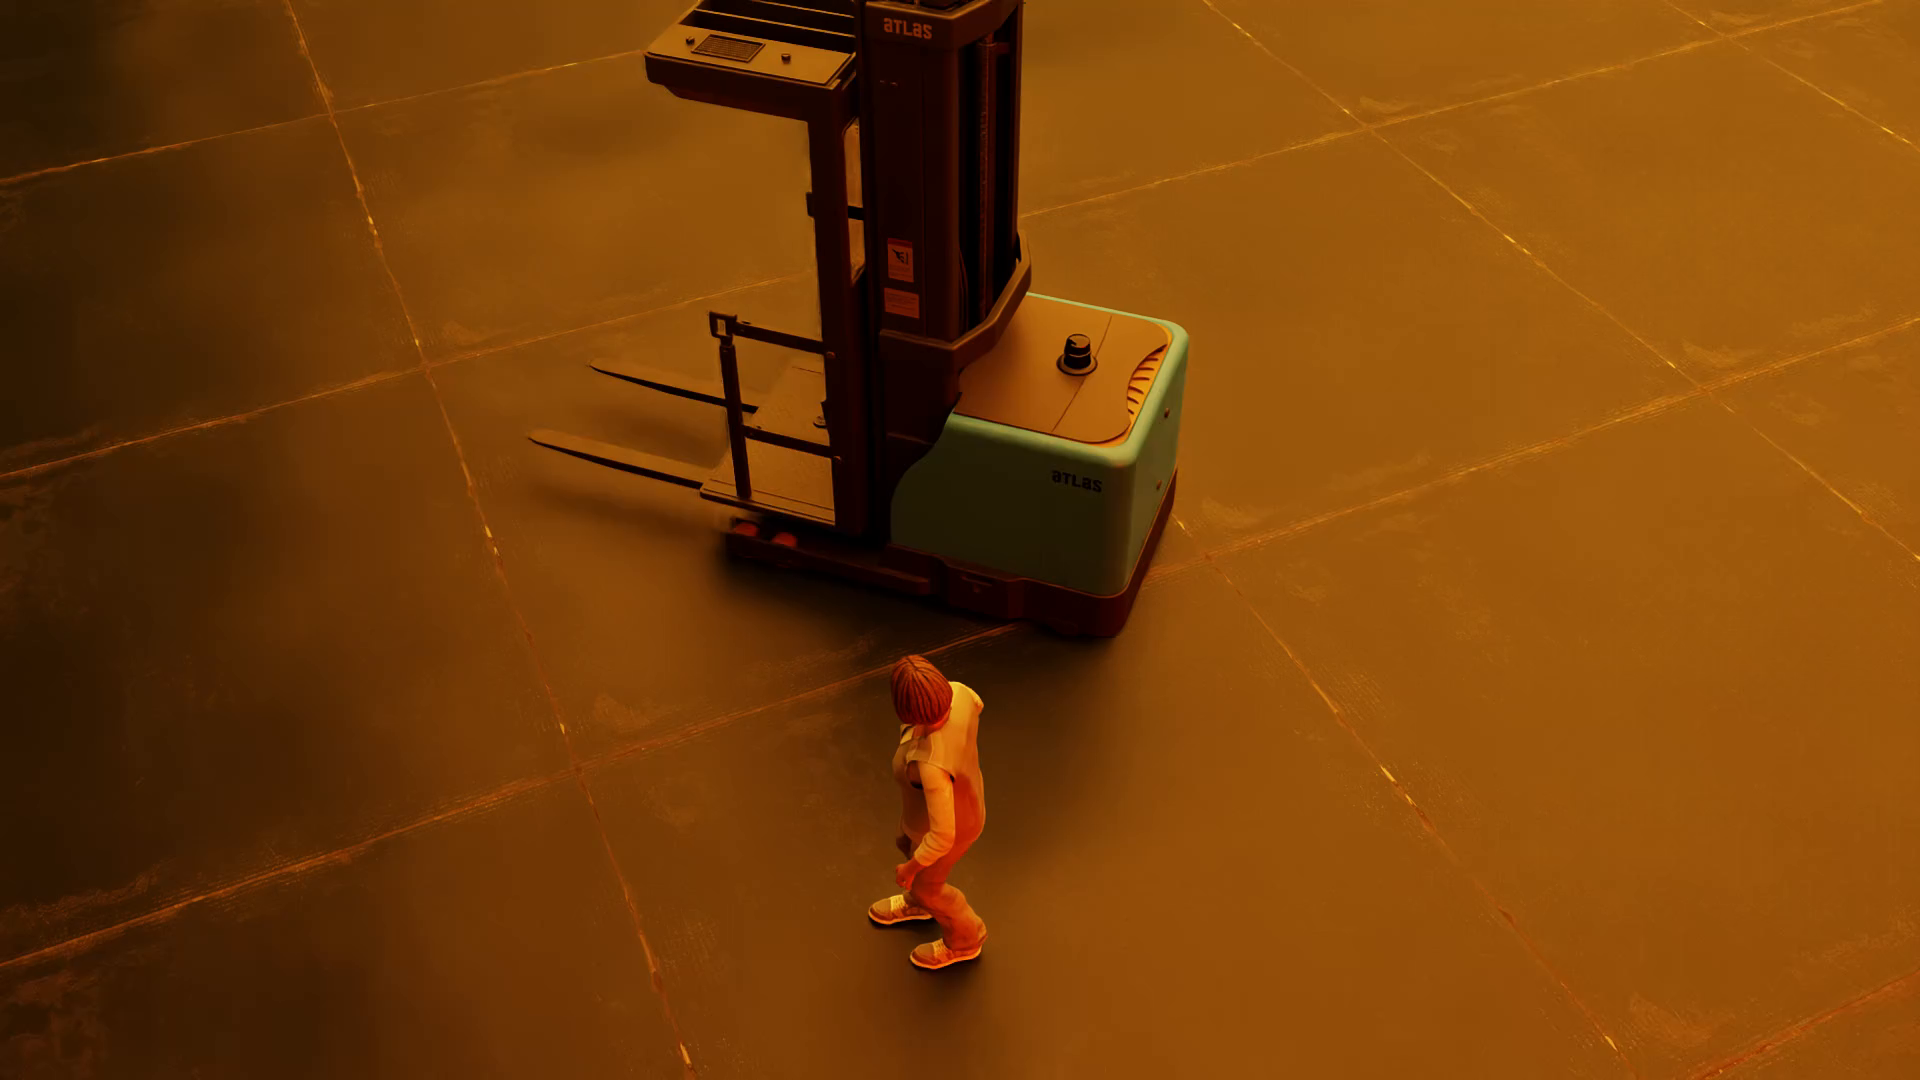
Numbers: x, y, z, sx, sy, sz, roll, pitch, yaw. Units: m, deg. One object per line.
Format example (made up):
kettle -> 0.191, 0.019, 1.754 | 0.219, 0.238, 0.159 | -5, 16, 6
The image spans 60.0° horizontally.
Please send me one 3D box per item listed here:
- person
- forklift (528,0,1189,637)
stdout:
person -> -0.125, 0.941, 5.668 | 0.453, 1.579, 0.623 | 1, 43, 1
forklift -> -0.556, -1.266, 7.036 | 3.031, 2.935, 1.130 | 14, 45, 14
